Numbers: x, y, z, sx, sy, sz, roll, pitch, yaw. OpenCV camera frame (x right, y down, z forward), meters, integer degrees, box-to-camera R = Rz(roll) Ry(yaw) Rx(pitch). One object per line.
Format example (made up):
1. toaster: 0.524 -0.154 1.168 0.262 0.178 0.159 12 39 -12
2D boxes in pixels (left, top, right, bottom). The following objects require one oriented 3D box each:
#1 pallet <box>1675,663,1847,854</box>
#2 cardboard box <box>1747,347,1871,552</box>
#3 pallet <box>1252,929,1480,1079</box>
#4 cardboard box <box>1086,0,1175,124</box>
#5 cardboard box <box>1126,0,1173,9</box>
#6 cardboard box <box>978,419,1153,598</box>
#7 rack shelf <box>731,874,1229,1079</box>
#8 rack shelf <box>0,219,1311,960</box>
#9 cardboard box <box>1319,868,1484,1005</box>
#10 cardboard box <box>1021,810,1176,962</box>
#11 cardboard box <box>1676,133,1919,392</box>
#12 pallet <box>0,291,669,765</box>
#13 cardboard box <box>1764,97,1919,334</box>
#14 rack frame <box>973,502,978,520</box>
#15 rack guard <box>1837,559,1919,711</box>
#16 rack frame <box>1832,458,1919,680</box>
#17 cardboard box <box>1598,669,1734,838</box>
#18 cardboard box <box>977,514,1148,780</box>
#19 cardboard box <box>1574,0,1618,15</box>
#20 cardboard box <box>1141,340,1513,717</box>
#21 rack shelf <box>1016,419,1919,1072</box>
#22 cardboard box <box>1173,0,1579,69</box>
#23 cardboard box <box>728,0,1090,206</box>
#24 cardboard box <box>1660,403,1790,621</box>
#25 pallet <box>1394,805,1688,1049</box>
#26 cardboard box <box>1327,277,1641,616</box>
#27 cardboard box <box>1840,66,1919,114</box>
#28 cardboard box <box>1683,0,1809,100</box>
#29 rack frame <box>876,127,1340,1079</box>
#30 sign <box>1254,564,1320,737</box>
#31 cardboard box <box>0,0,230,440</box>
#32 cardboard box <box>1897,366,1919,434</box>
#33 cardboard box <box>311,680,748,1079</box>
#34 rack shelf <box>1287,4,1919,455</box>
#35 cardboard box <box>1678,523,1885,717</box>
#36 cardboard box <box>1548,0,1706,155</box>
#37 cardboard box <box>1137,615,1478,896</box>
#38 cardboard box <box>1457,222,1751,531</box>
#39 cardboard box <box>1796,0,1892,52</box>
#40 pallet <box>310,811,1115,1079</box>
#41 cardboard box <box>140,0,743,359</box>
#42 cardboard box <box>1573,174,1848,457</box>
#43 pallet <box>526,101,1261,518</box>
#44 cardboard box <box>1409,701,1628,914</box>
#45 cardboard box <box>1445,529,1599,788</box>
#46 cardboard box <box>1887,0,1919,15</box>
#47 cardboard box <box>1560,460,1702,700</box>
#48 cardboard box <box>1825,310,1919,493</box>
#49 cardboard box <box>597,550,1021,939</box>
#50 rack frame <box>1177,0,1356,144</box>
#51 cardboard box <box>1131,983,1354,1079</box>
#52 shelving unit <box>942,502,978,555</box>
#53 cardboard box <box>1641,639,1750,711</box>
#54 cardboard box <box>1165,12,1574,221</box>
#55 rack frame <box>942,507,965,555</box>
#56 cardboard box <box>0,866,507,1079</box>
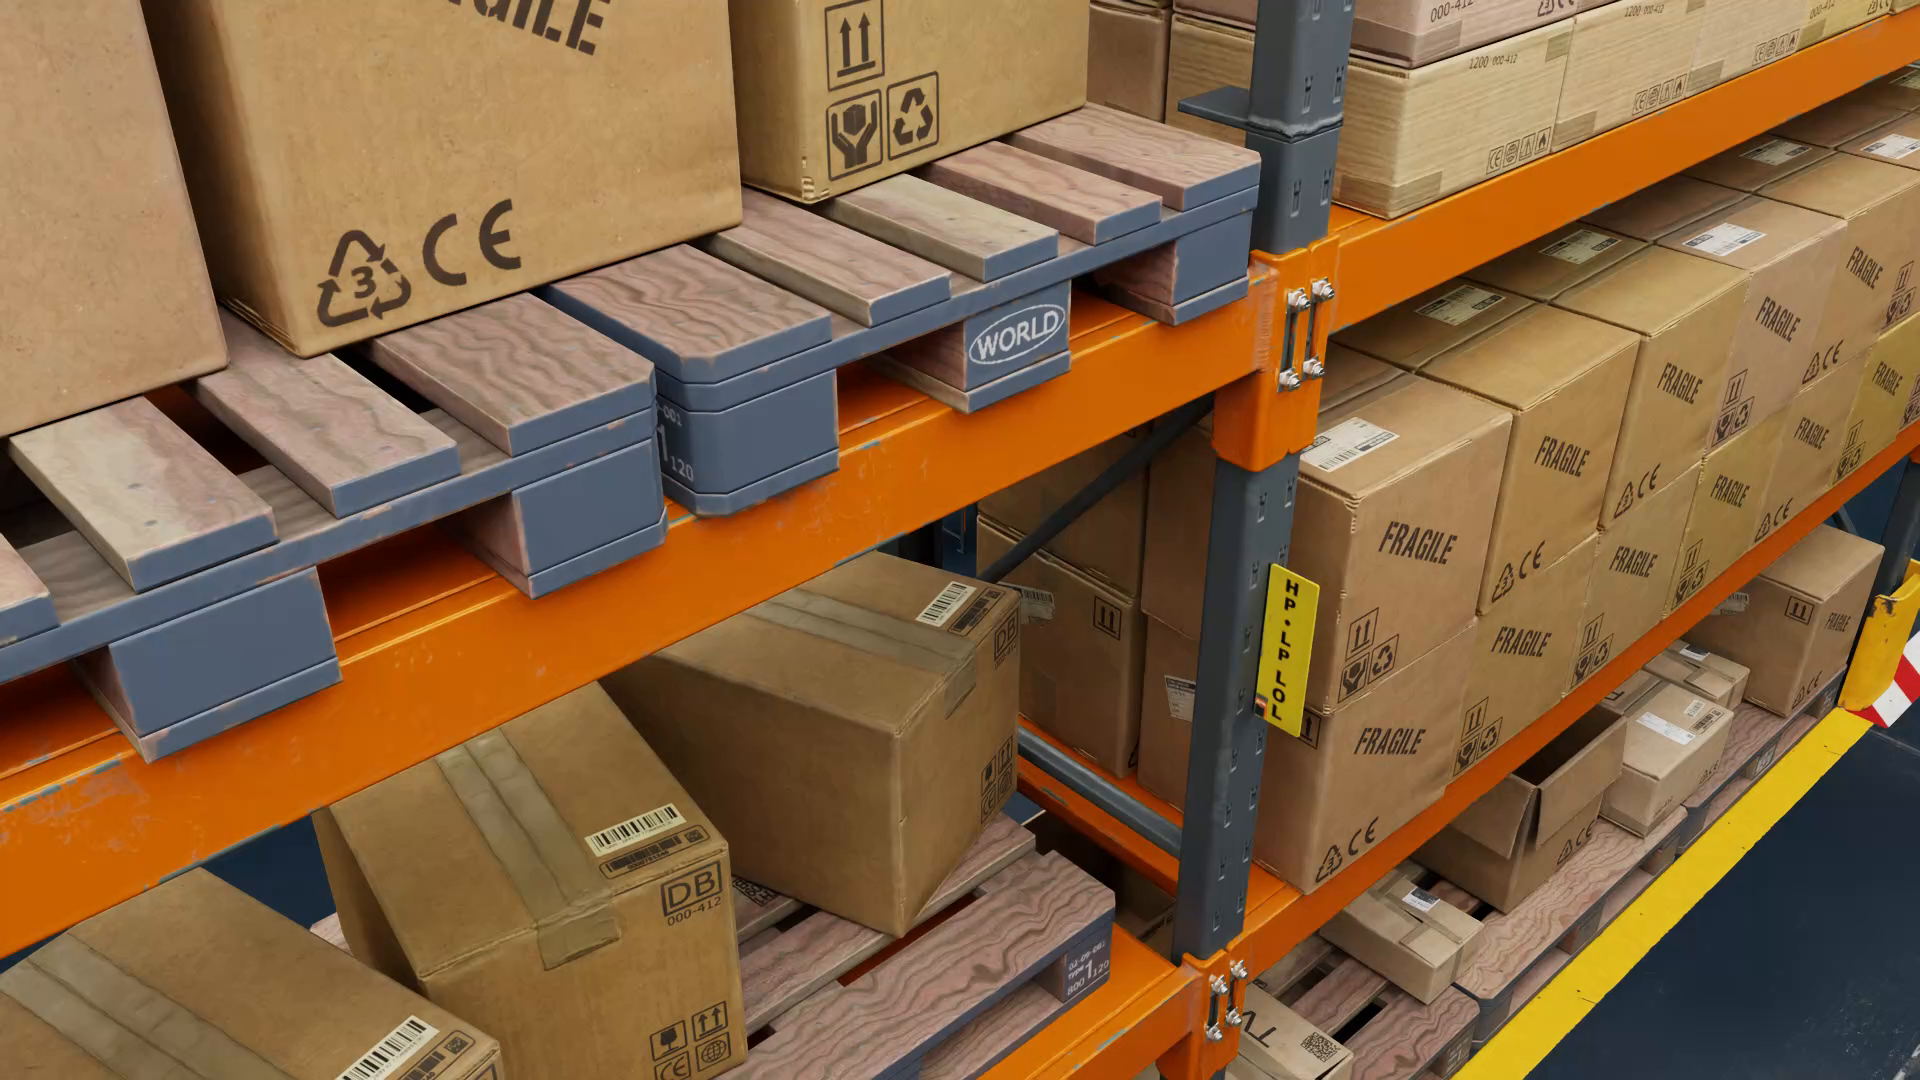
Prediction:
1. pallet: 2.490 0.562 6.129 1.213 0.211 1.003 -26 40 -35
2. cardboard box: 2.238 -0.357 4.863 0.500 0.500 0.500 -25 40 -35
3. pallet: 0.700 1.428 4.713 1.213 0.211 1.003 -26 40 -35
4. cardboard box: 0.372 -1.009 3.293 0.500 0.250 0.500 -26 40 -35
5. cardboard box: 0.368 -1.224 3.166 0.500 0.250 0.500 -26 40 -35
6. cardboard box: 0.391 -0.266 3.756 0.500 0.500 0.500 -26 40 -35
7. rack shelf: -1.270 1.497 2.615 4.000 0.370 1.077 -26 40 -35
8. rack shelf: -1.270 0.218 1.833 4.000 0.370 1.077 -26 40 -35
9. cardboard box: 1.278 1.125 4.828 0.250 0.166 0.380 -26 40 -35
10. cardboard box: 0.421 1.049 4.633 0.500 0.500 0.500 -26 40 -35
11. cardboard box: 2.243 -0.779 4.594 0.500 0.500 0.500 -25 39 -34
12. pallet: -1.088 -0.145 1.916 1.003 0.211 1.213 -26 40 -35
13. cardboard box: 2.620 -0.964 4.897 0.500 0.500 0.500 -25 39 -34
14. rack frame: 0.129 -0.510 7.078 0.008 1.050 0.200 -26 40 -35
15. rack guard: 3.073 0.156 6.516 0.348 0.500 1.175 -26 40 -35
16. rack frame: 3.129 -0.938 5.908 0.127 3.000 1.000 -26 40 -35
17. cardboard box: 2.181 0.660 5.509 0.500 0.250 0.500 -26 40 -35
18. cardboard box: 0.388 0.163 4.012 0.500 0.500 0.500 -25 39 -35
19. cardboard box: 1.087 -1.203 3.132 0.500 0.250 0.500 -26 40 -35
20. cardboard box: 0.733 -0.048 3.398 0.500 0.500 0.500 -25 39 -34
21. rack shelf: 1.663 0.079 4.936 4.000 0.370 1.077 -26 40 -35
22. cardboard box: 0.722 -1.025 2.841 0.500 0.250 0.500 -26 40 -35
23. cardboard box: -0.223 -0.913 2.397 0.600 0.600 0.600 25 39 35
24. cardboard box: 1.869 -0.178 4.571 0.500 0.500 0.500 -26 40 -36
25. pallet: 1.595 0.993 5.424 1.213 0.211 1.003 -26 40 -35
26. cardboard box: 1.111 -0.231 3.698 0.500 0.500 0.500 -27 41 -37
27. cardboard box: 2.990 -1.144 5.191 0.500 0.500 0.500 -26 40 -36
28. cardboard box: 1.458 -1.165 3.548 0.500 0.250 0.500 -26 40 -35
29. rack frame: 0.196 0.481 3.588 0.127 3.000 1.000 -26 40 -35
30. sign: 0.576 0.198 2.941 0.005 0.325 0.100 -26 40 -35
31. cardboard box: -1.200 -0.438 1.622 0.600 0.600 0.600 27 41 37
32. cardboard box: 2.986 -0.717 5.452 0.500 0.500 0.500 -24 39 -34
33. cardboard box: -0.765 0.610 2.879 0.500 0.500 0.700 -19 36 -28
34. rack shelf: 1.663 -1.201 4.153 4.000 0.370 1.077 -26 40 -35
35. cardboard box: 2.898 0.228 5.976 0.500 0.500 0.500 -26 40 -35
36. cardboard box: 1.090 -0.988 3.259 0.500 0.250 0.500 -26 40 -35
37. cardboard box: 0.755 0.362 3.687 0.500 0.500 0.500 -25 39 -34
38. cardboard box: 1.488 -0.413 3.996 0.500 0.500 0.500 -27 41 -37
39. cardboard box: 1.822 -1.344 3.840 0.500 0.250 0.500 -26 40 -35
40. pallet: -0.464 0.805 3.243 1.213 0.211 1.003 -26 40 -35
41. cardboard box: -0.698 -0.667 1.996 0.600 0.600 0.600 -26 40 -36
42. cardboard box: 1.866 -0.596 4.296 0.500 0.500 0.500 -24 39 -34
43. pallet: -0.330 -0.514 2.520 1.003 0.211 1.213 -26 40 -35
44. cardboard box: 1.570 0.690 5.217 0.637 0.503 0.797 -26 40 -35
45. cardboard box: 1.128 0.179 3.986 0.500 0.500 0.500 -25 39 -35
46. cardboard box: 2.200 -1.515 4.120 0.500 0.250 0.500 -26 40 -35
47. cardboard box: 1.497 0.003 4.275 0.500 0.500 0.500 -26 40 -36
48. cardboard box: 2.608 -0.532 5.149 0.500 0.500 0.500 -25 40 -35
49. cardboard box: -0.303 0.342 3.317 0.700 0.500 0.500 15 35 23
50. rack frame: 0.196 -2.078 2.023 0.127 3.000 1.000 -26 40 -35
51. cardboard box: 0.651 1.374 4.283 0.500 0.311 0.500 -26 40 -35
52. shelving unit: 0.039 -0.467 7.007 0.252 1.050 0.215 -26 40 -35
53. cardboard box: 2.540 0.480 5.884 0.250 0.166 0.380 -26 40 -35
54. cardboard box: 0.721 -0.812 2.972 0.500 0.250 0.500 -26 40 -35
55. rack frame: -0.050 -0.424 6.936 0.008 1.050 0.200 -26 40 -35
56. cardboard box: -1.057 0.910 2.389 0.700 0.500 0.500 18 36 27
